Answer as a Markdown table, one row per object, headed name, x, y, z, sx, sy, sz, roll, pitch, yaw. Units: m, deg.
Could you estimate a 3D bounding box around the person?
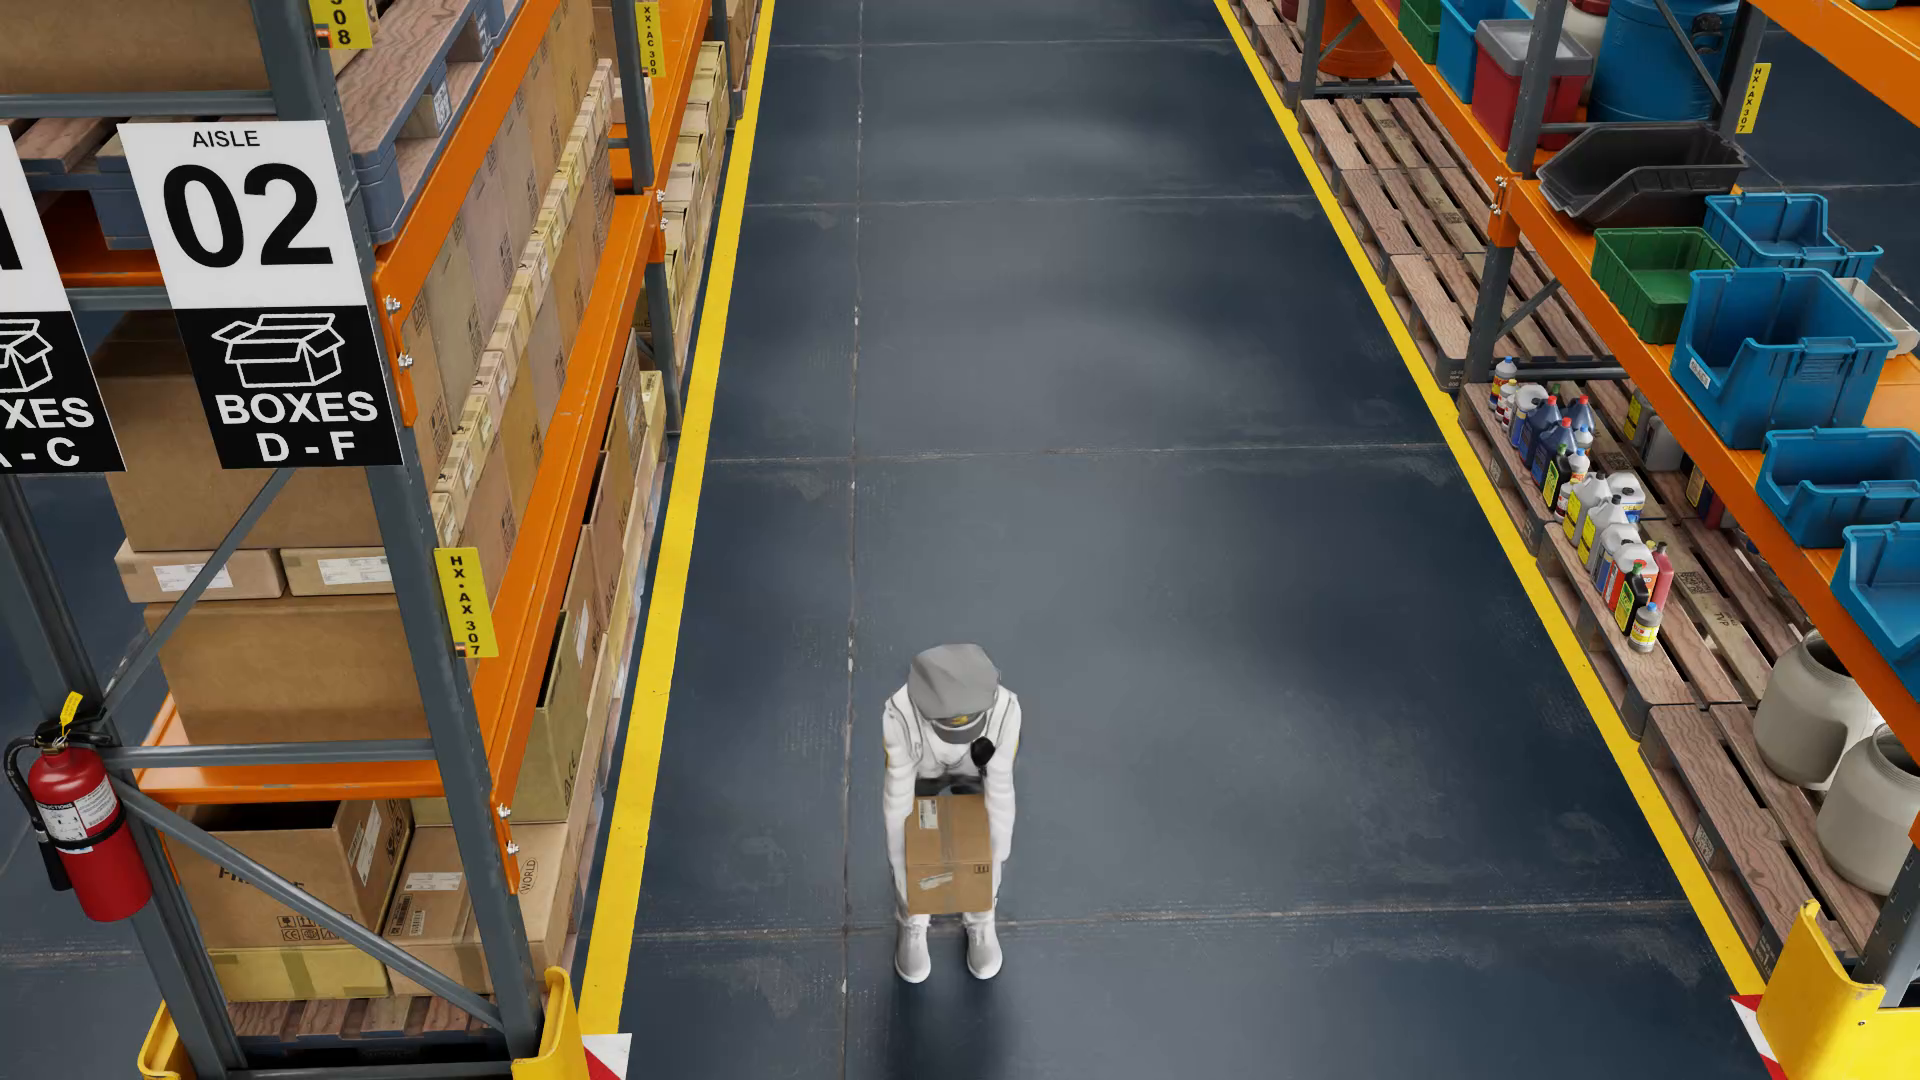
| name | x | y | z | sx | sy | sz | roll | pitch | yaw |
| --- | --- | --- | --- | --- | --- | --- | --- | --- | --- |
| person | -0.030 | 0.842 | 5.084 | 0.408 | 1.531 | 0.692 | -2 | 36 | -3 |
